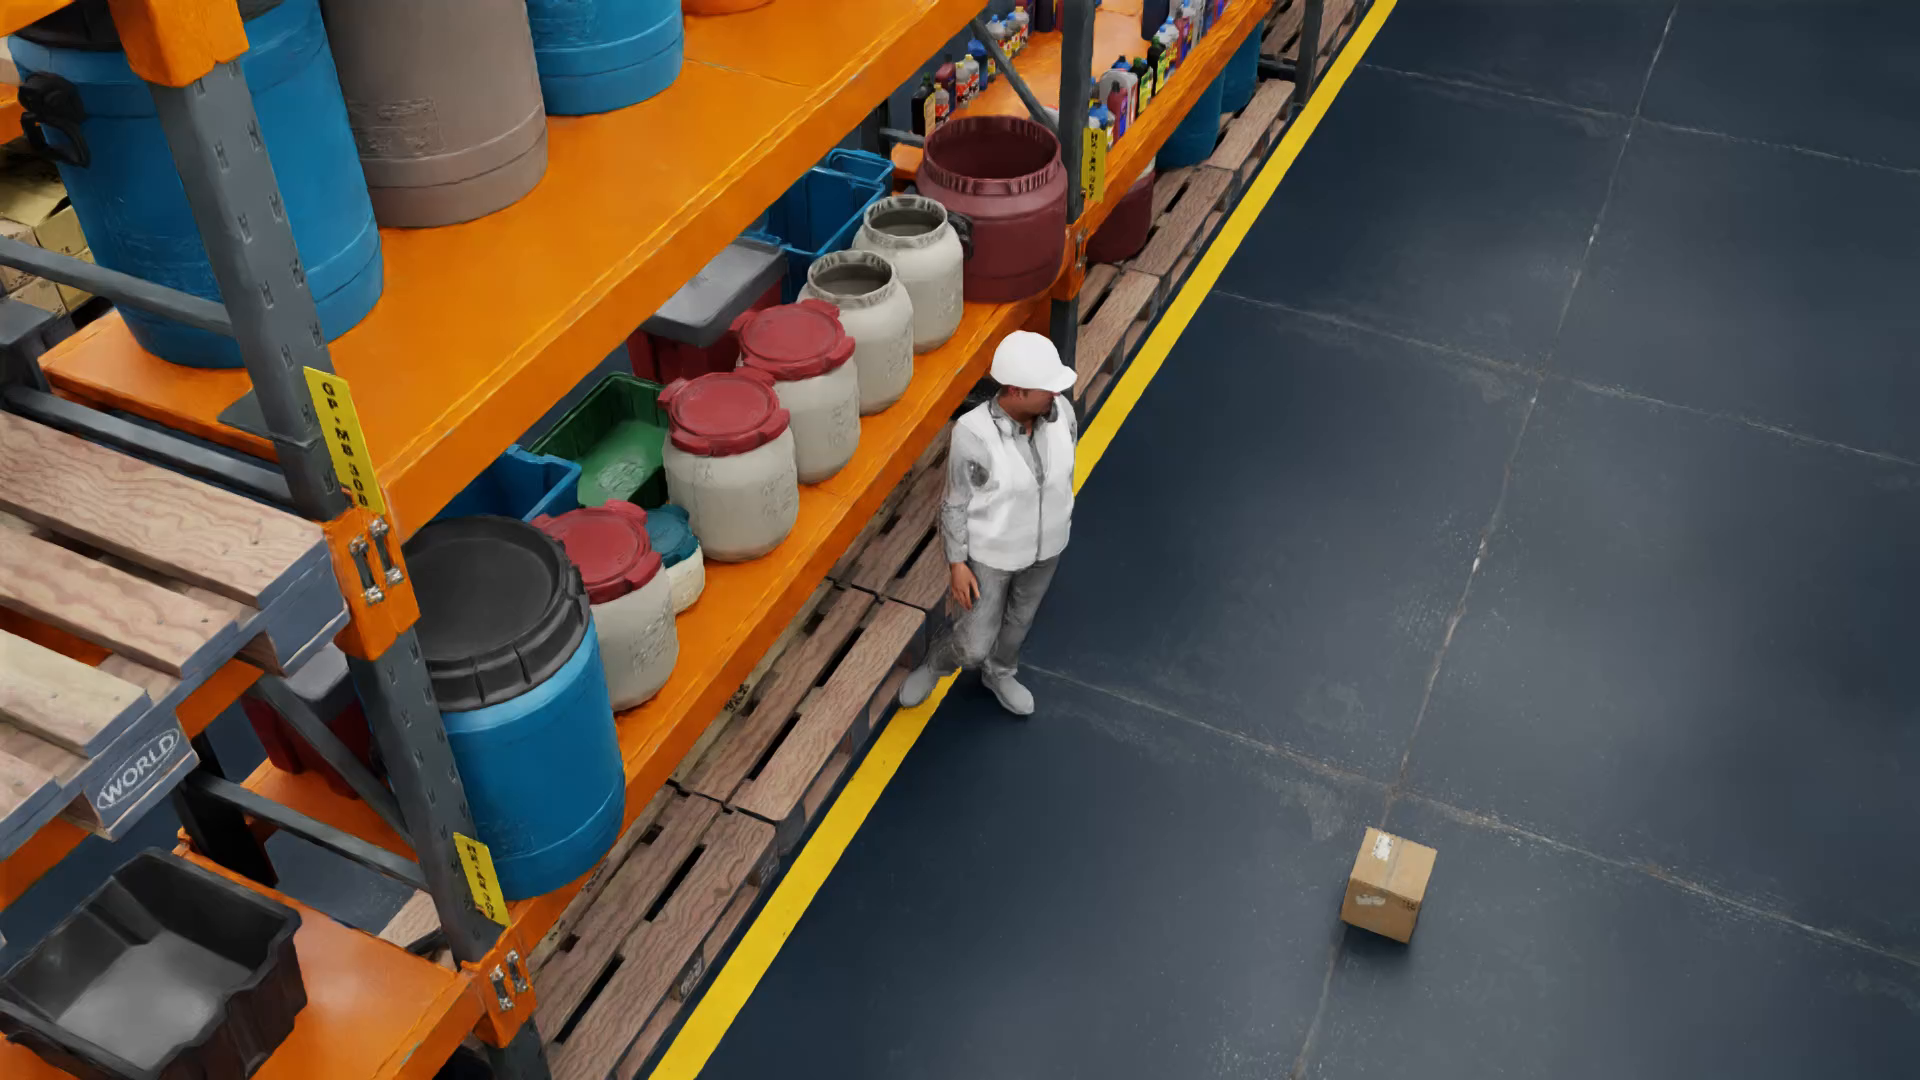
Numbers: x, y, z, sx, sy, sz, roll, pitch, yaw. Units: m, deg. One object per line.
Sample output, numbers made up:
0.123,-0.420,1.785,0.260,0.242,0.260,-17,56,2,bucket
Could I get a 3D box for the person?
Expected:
0.116,-0.018,6.135,0.704,1.764,0.460,-21,46,-22,person
